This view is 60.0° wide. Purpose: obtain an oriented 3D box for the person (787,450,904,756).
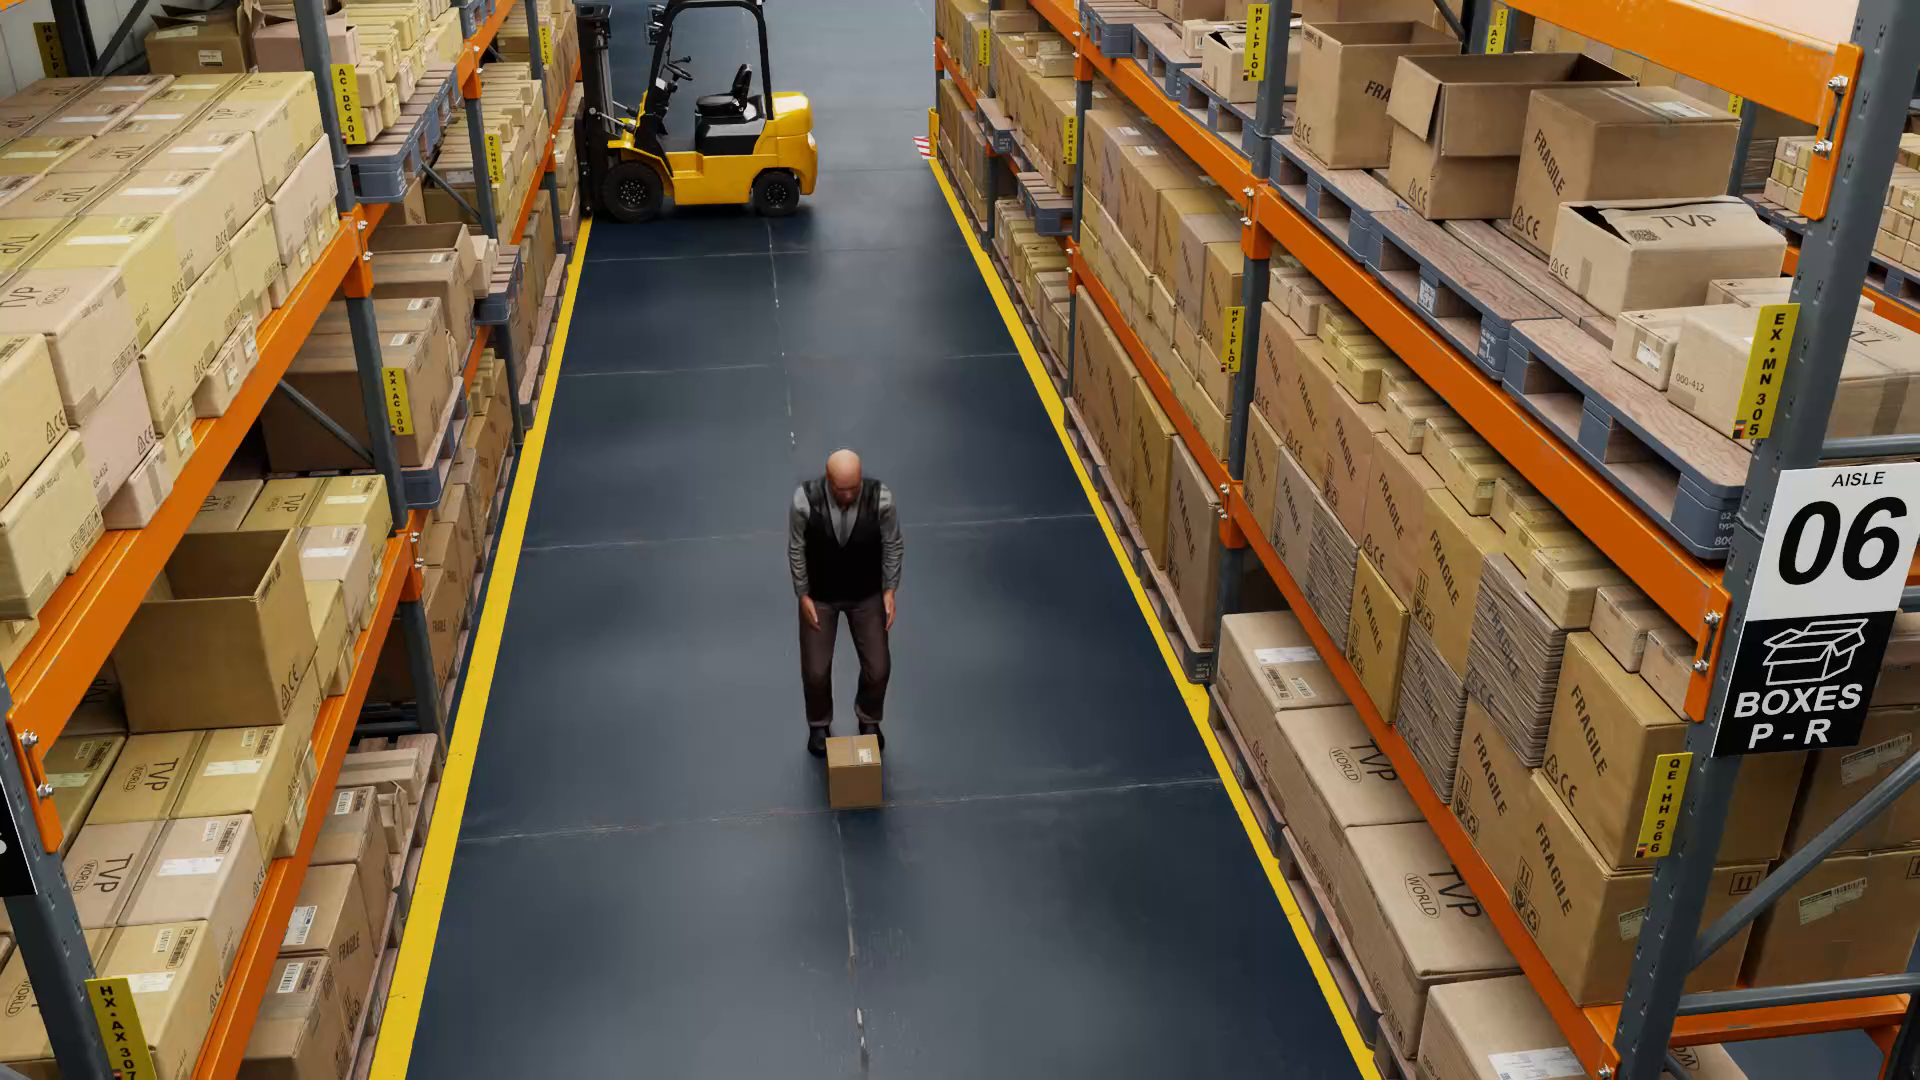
[{"bbox_3d":[-0.553,0.341,8.199,0.563,1.528,0.427,-3,27,-6],"label":"person"}]
